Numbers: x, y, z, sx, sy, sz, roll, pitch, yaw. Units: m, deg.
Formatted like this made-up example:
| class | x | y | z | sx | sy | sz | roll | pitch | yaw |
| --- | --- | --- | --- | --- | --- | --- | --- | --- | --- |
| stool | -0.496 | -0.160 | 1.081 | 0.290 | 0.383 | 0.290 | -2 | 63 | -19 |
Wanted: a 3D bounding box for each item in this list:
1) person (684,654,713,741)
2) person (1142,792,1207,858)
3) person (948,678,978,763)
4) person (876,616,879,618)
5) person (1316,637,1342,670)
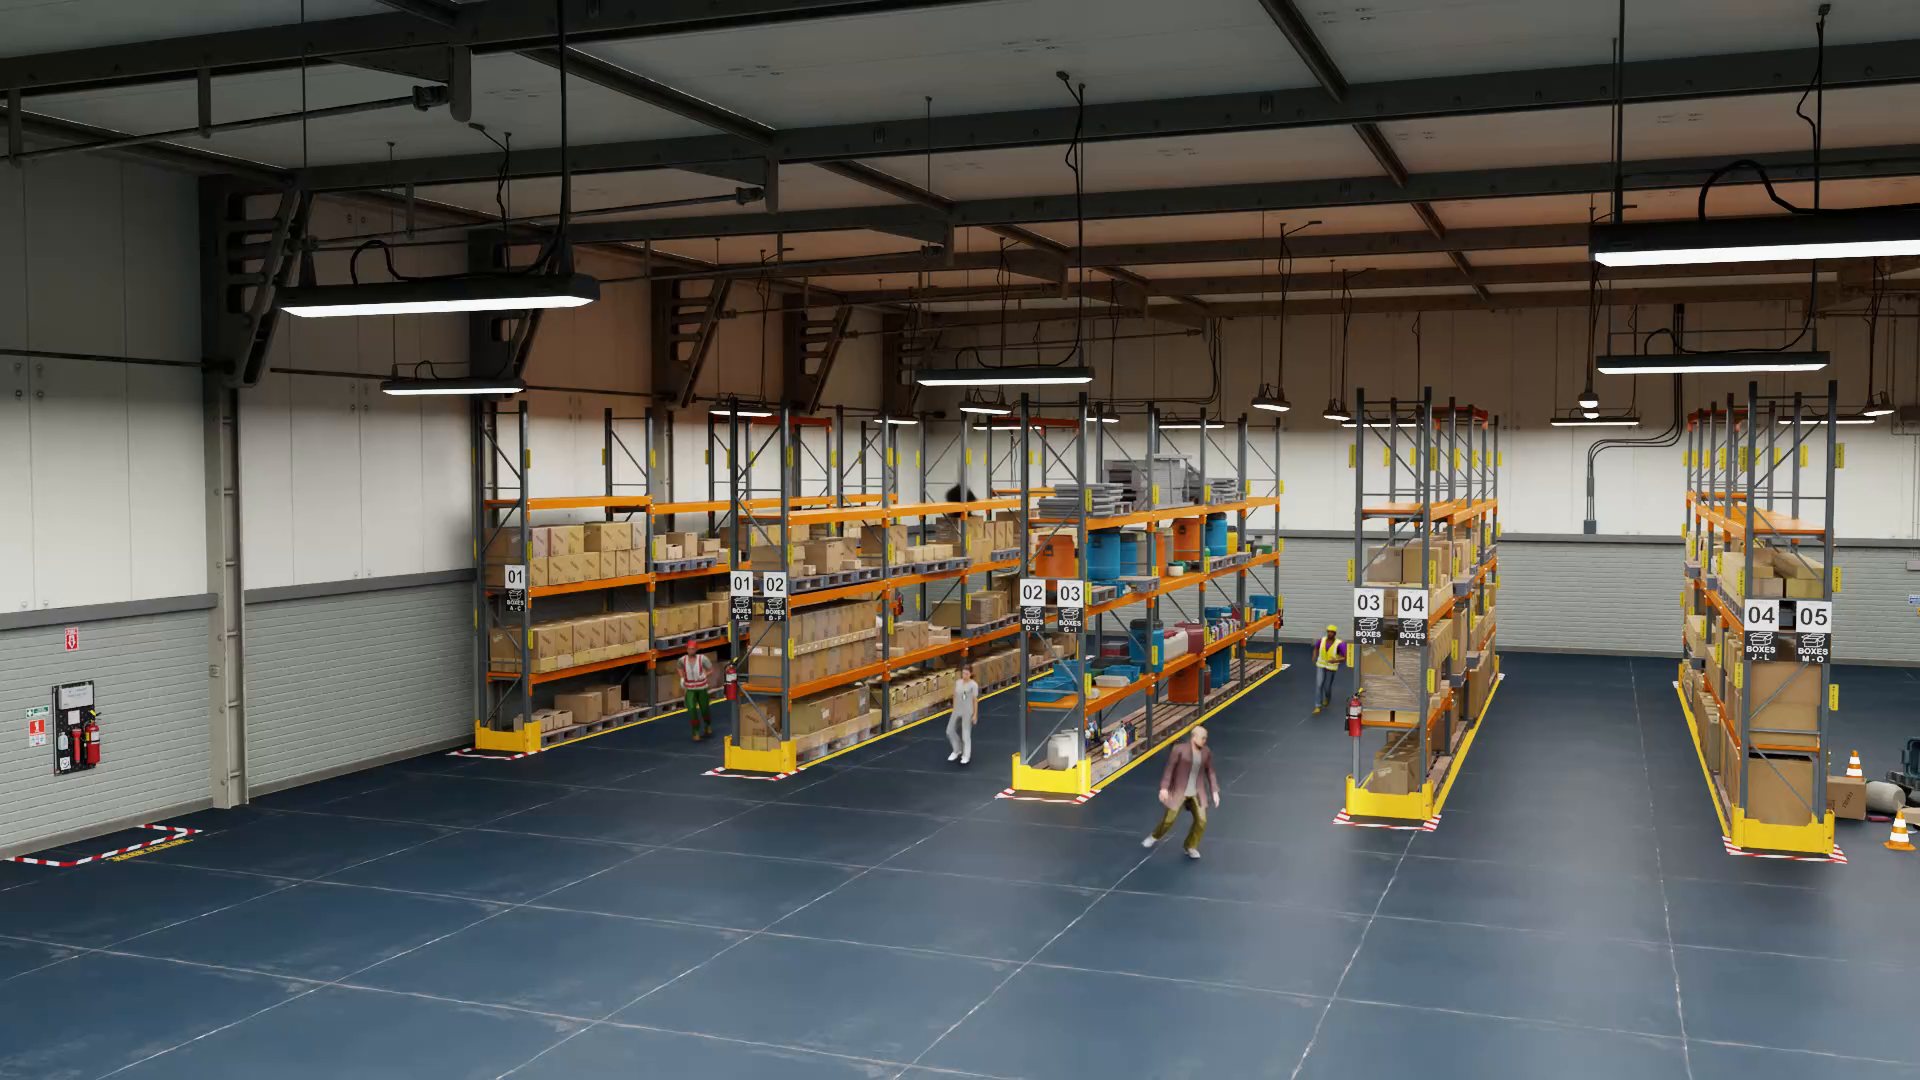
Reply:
| class | x | y | z | sx | sy | sz | roll | pitch | yaw |
| --- | --- | --- | --- | --- | --- | --- | --- | --- | --- |
| person | -4.680 | 2.781 | 29.697 | 0.450 | 1.508 | 0.874 | 0 | 3 | -1 |
| person | 2.692 | 3.470 | 20.968 | 0.697 | 1.003 | 0.659 | -1 | 3 | -11 |
| person | 0.054 | 2.957 | 27.211 | 0.572 | 1.403 | 0.400 | 1 | 3 | 28 |
| person | -2.085 | 1.865 | 37.264 | 0.689 | 0.897 | 0.674 | 1 | 3 | 11 |
| person | 7.295 | 2.248 | 32.904 | 0.500 | 0.649 | 0.351 | 1 | 3 | 28 |
